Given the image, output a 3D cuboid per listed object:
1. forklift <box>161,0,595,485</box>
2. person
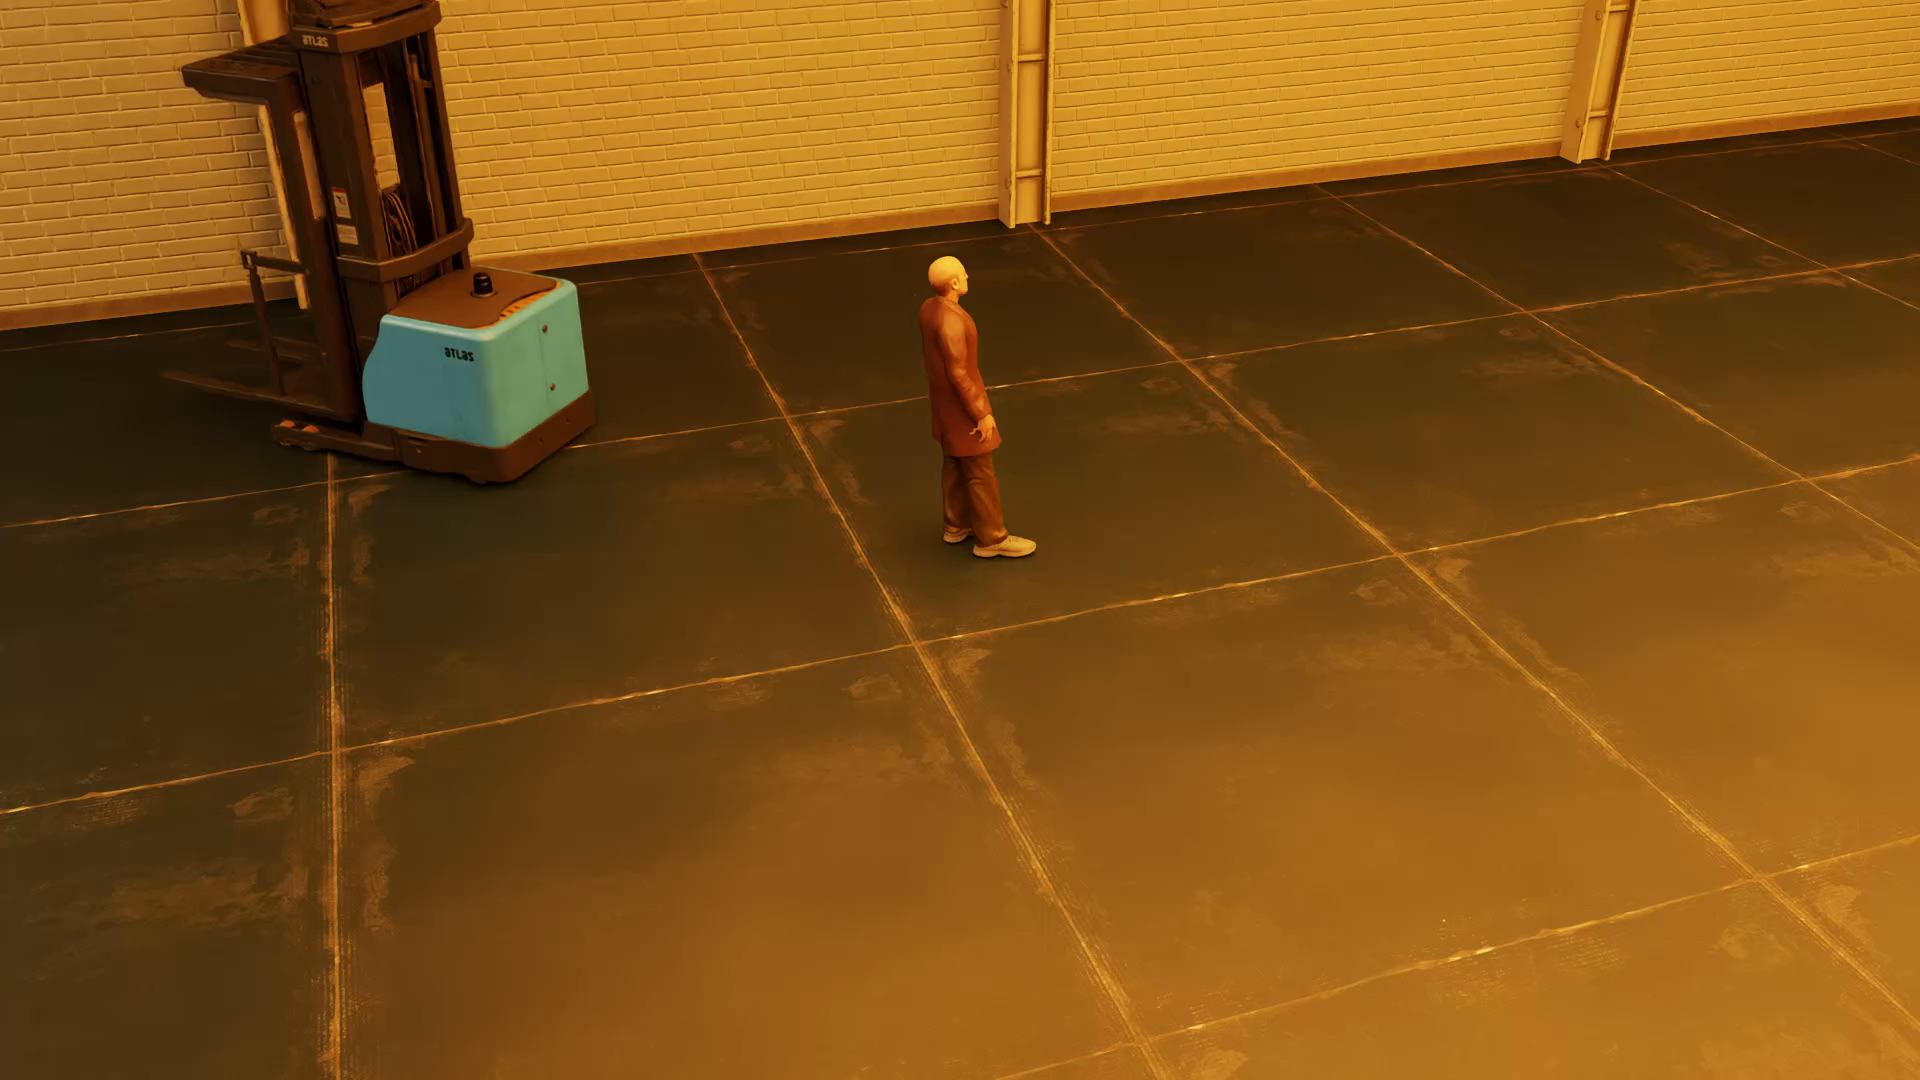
[{"bbox_3d":[-4.042,-2.089,10.718,3.031,2.935,1.130,12,32,20],"label":"forklift"},{"bbox_3d":[0.088,-0.789,9.600,0.582,1.776,0.696,-10,31,-16],"label":"person"}]
